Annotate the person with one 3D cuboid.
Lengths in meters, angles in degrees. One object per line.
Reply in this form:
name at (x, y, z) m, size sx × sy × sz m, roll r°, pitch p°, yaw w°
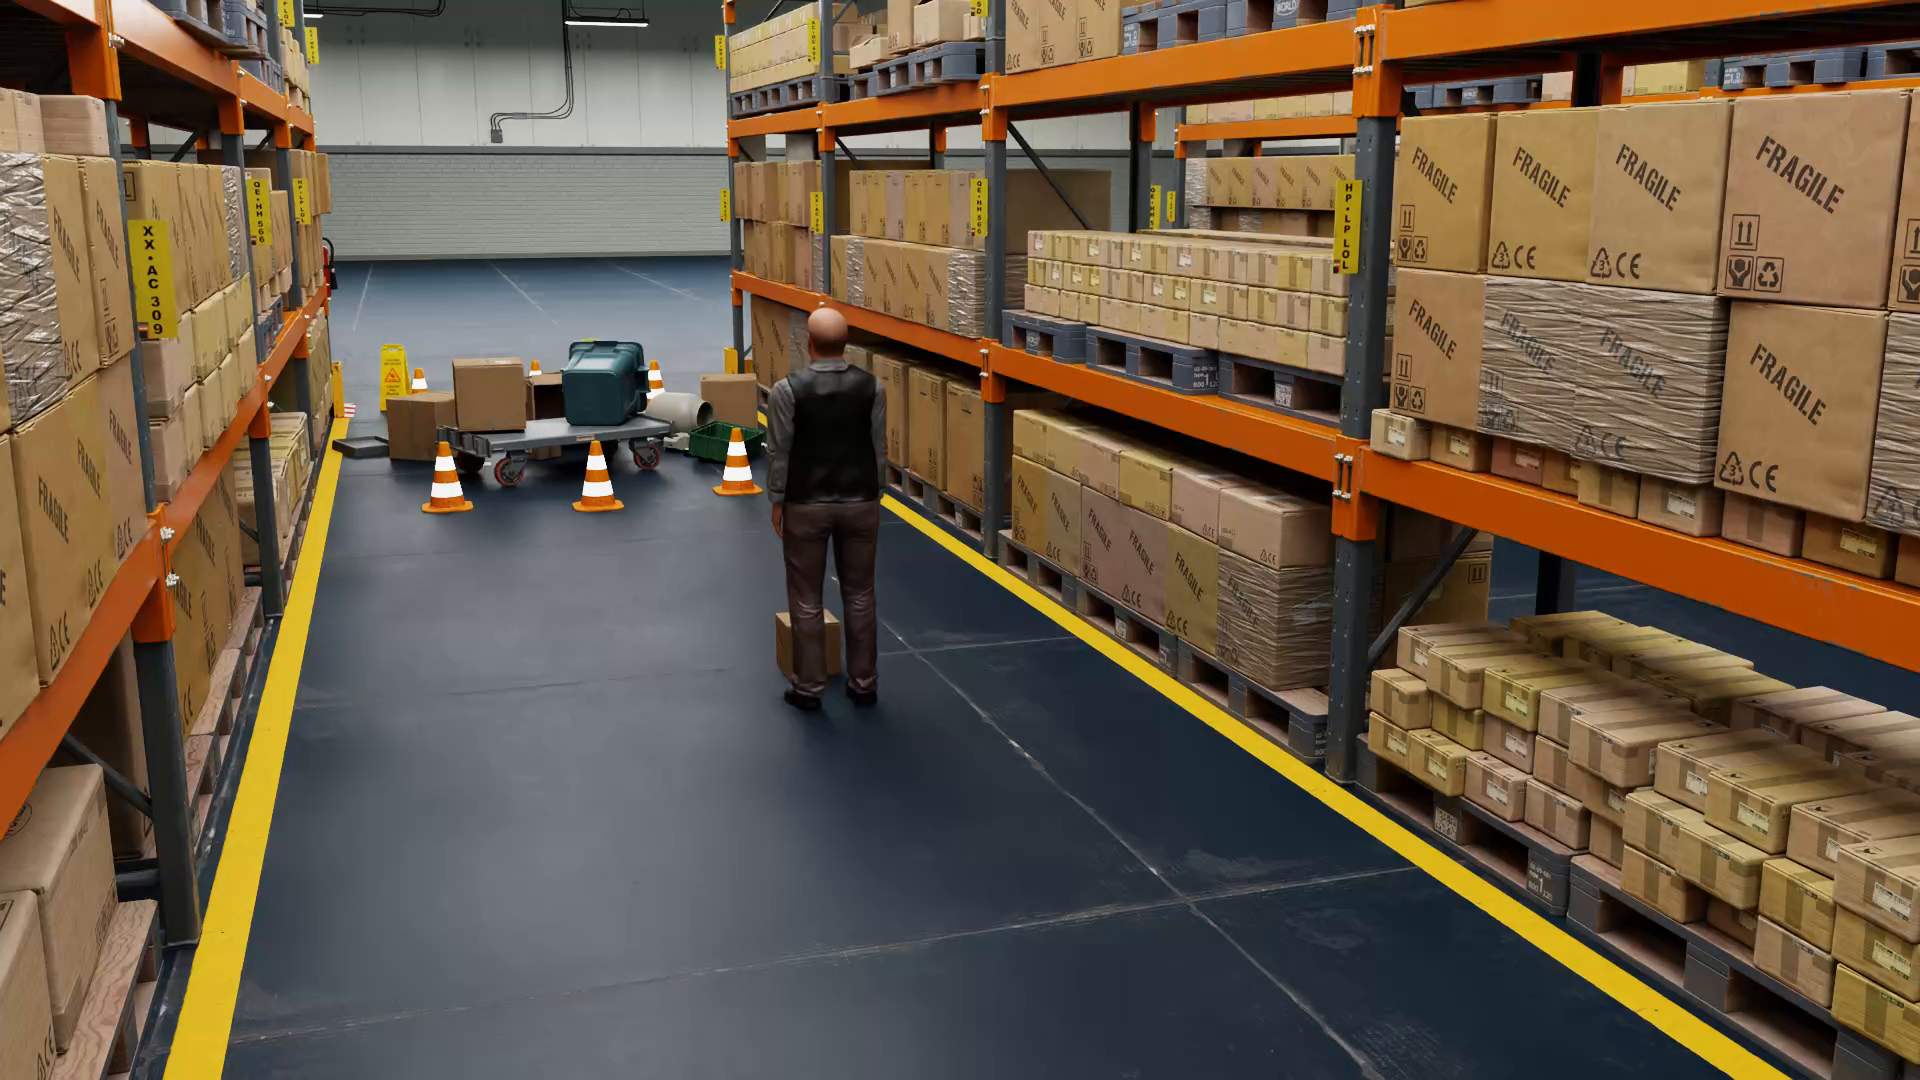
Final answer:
person at (-0.572, -0.131, 7.151) m, size 0.530 × 1.726 × 0.358 m, roll -4°, pitch 13°, yaw -17°
